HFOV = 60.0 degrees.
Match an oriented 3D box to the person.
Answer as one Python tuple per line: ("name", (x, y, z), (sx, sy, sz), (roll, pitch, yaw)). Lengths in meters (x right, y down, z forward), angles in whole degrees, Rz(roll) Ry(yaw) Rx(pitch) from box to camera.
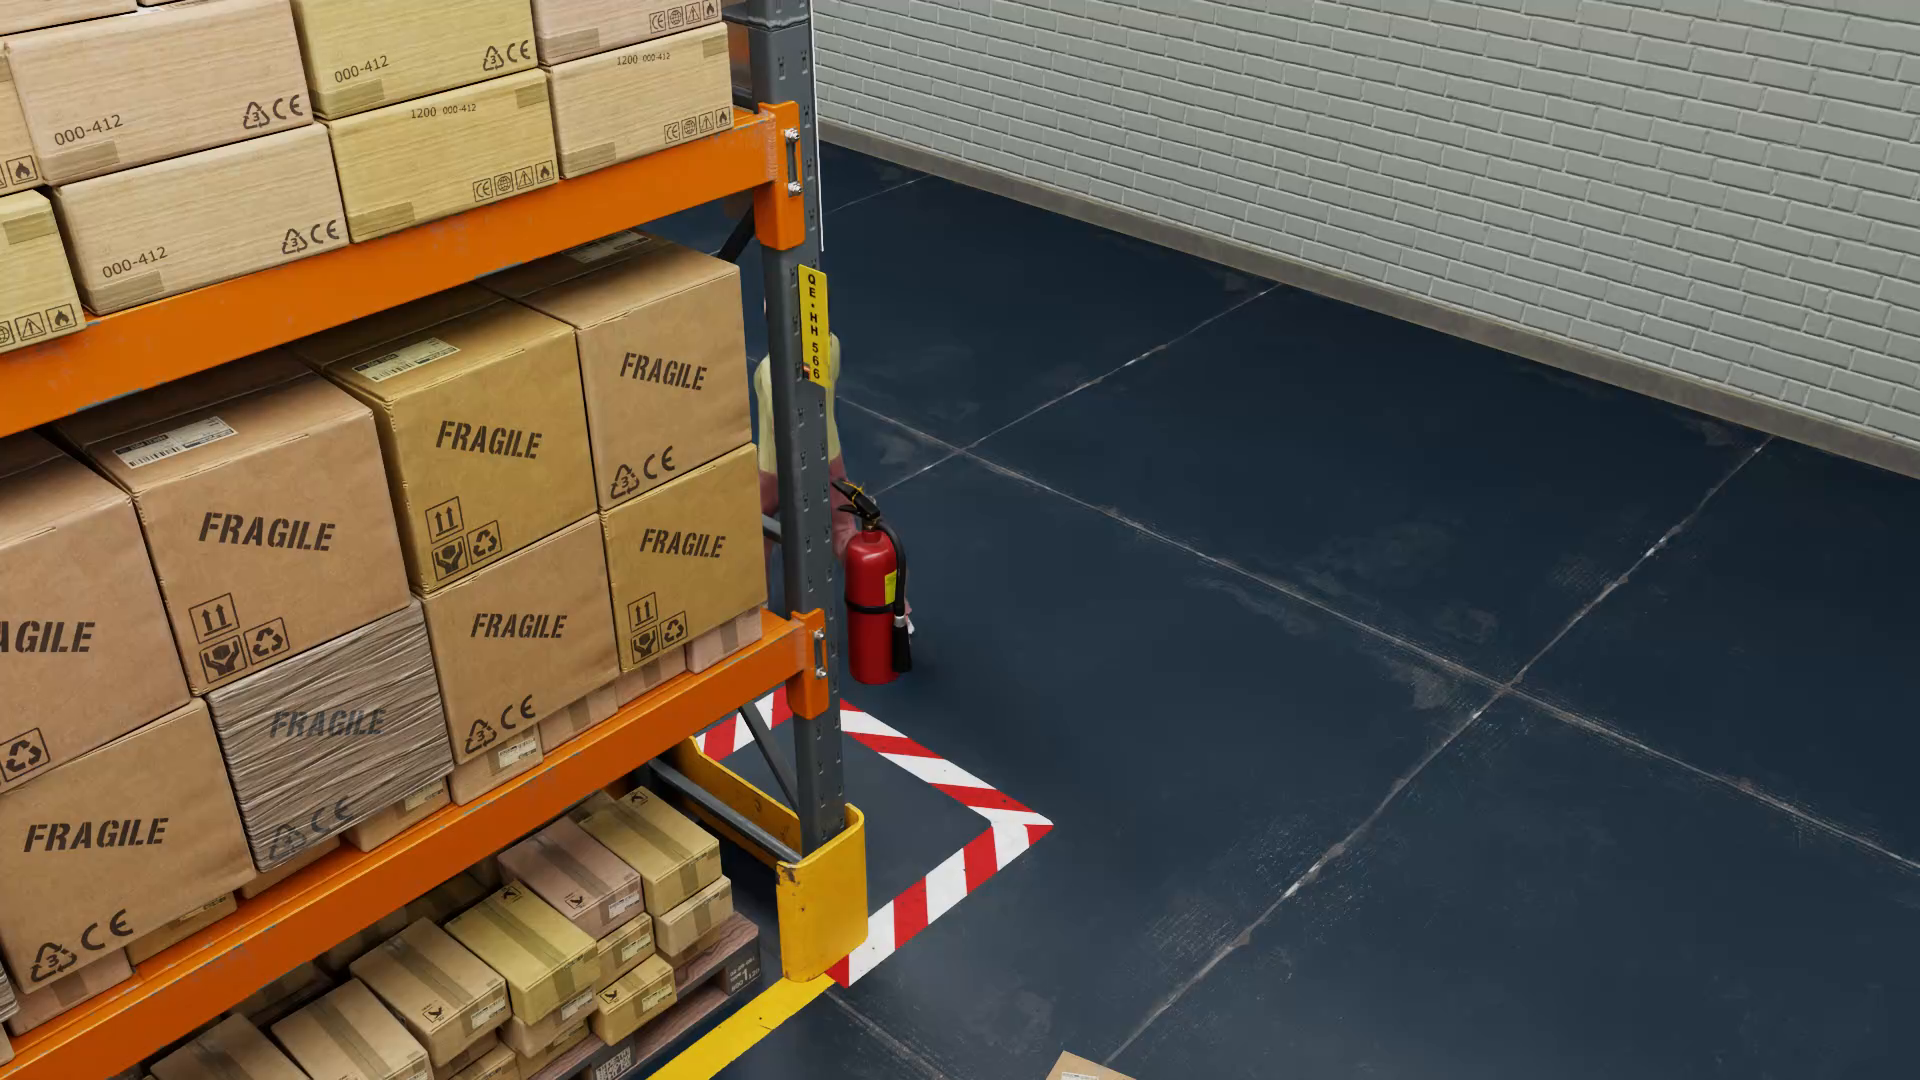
("person", (-0.642, -0.328, 6.683), (1.047, 1.616, 0.452), (25, 40, 35))
